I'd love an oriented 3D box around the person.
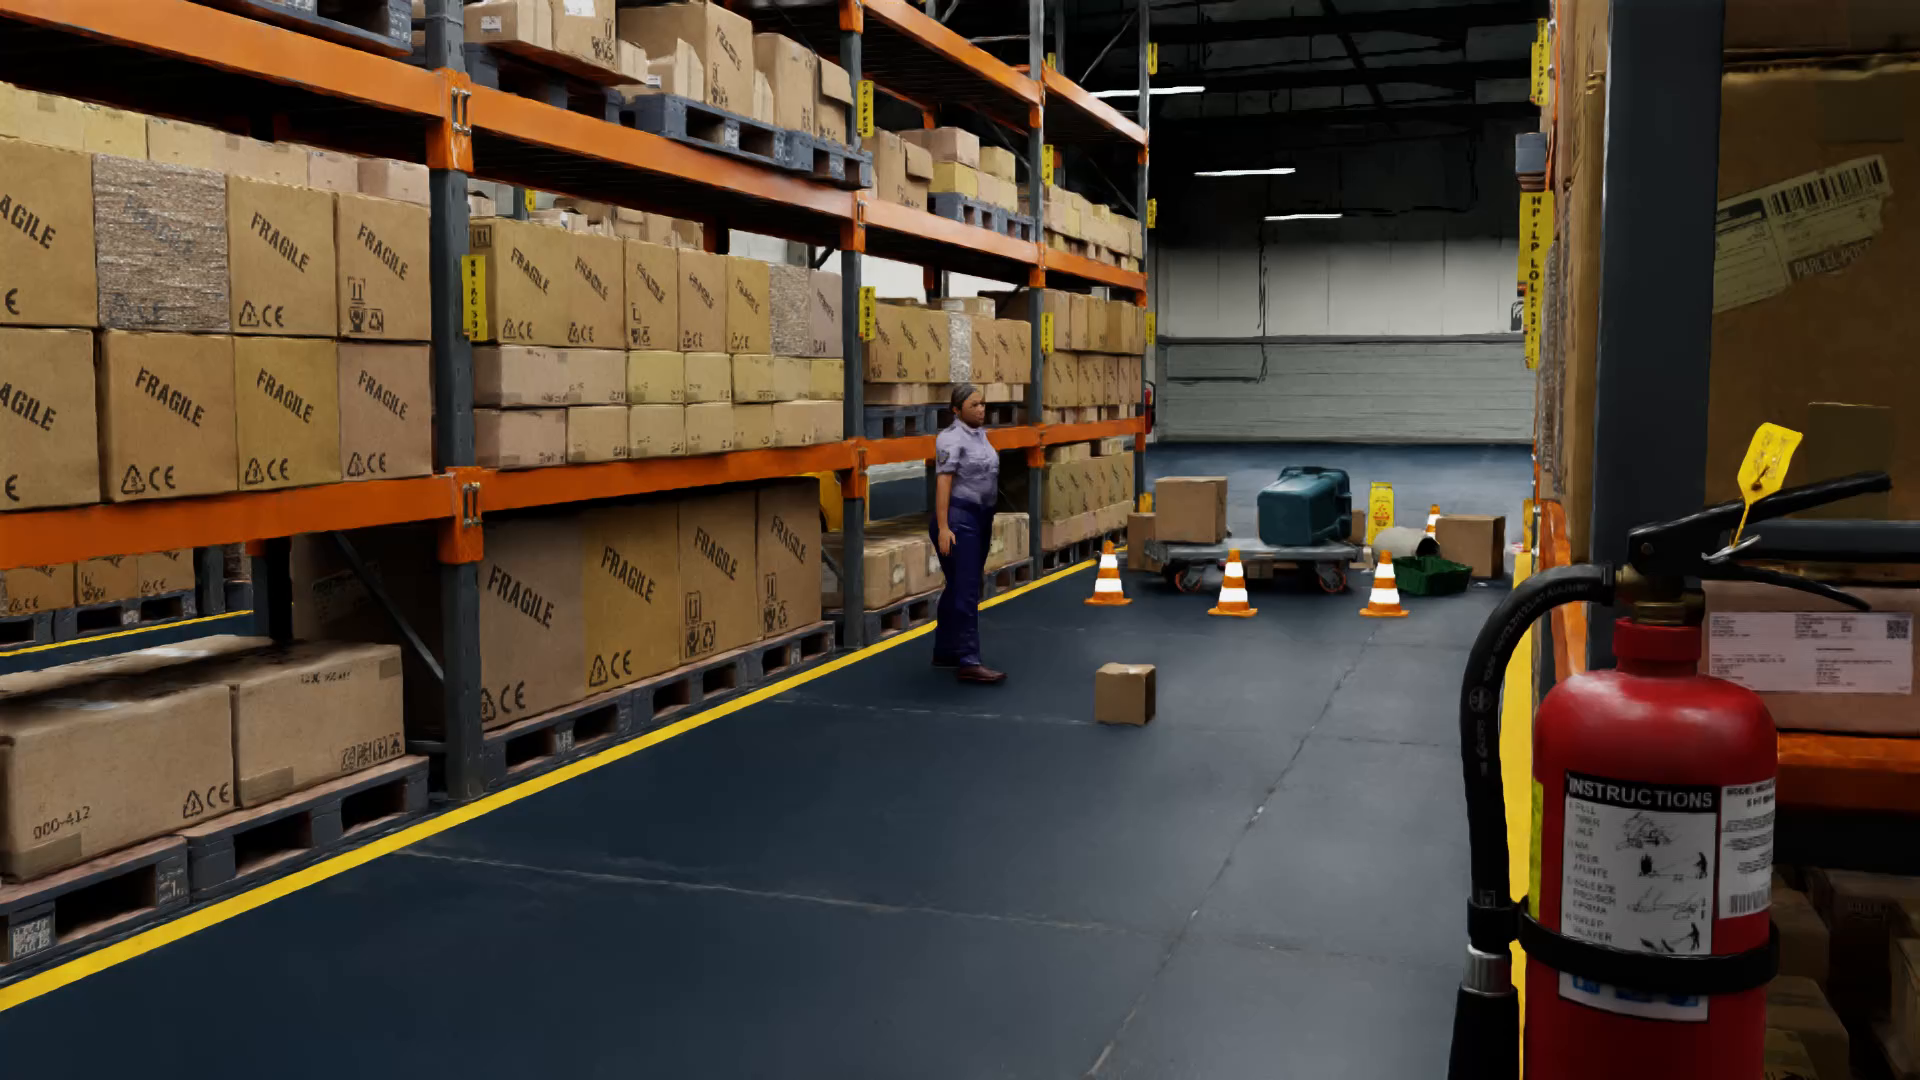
[{"bbox_3d":[0.047,-0.056,9.274,0.569,1.636,0.671,2,6,23],"label":"person"}]
